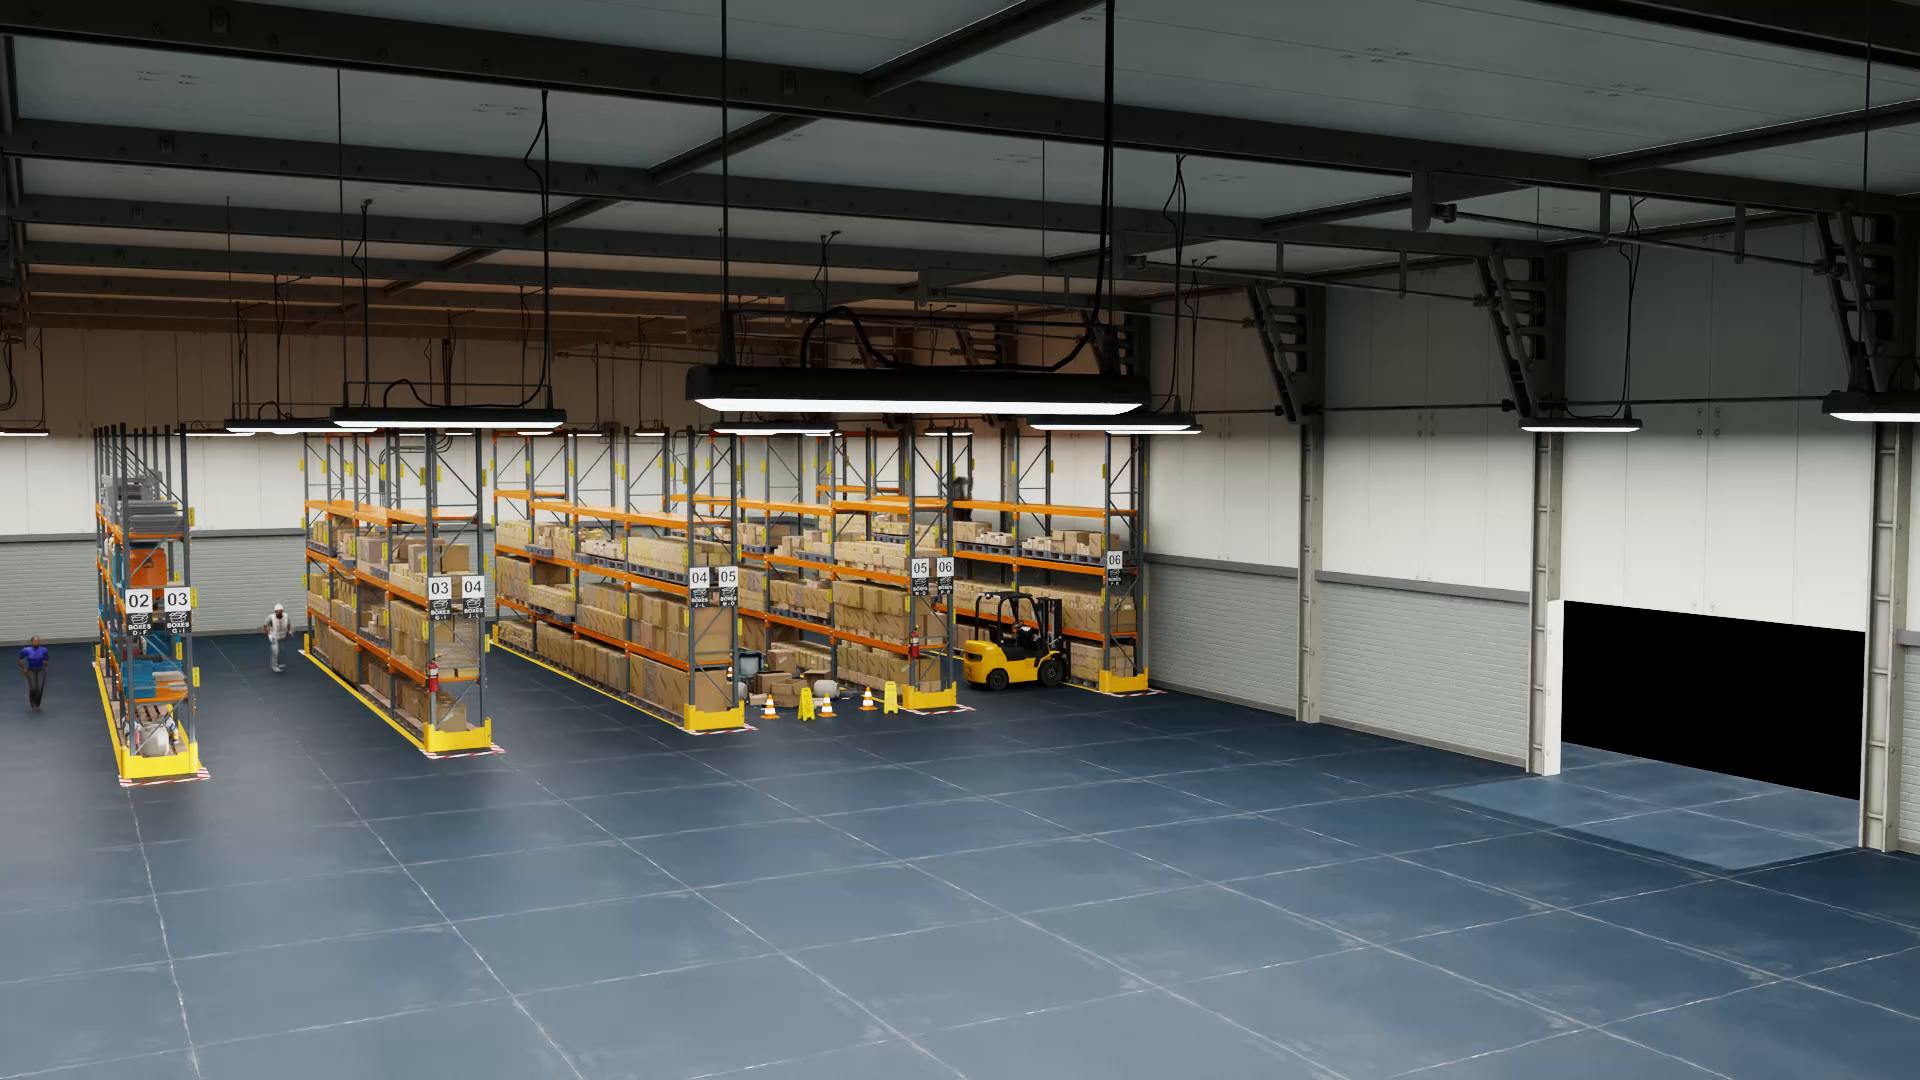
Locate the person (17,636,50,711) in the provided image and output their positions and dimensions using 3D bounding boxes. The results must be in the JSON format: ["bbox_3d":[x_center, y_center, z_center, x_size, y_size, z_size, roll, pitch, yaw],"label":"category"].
[{"bbox_3d":[-19.381,2.805,34.836,0.583,1.602,0.658,-3,4,-37],"label":"person"}]

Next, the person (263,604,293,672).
[{"bbox_3d":[-16.817,2.402,40.950,0.884,1.693,0.694,3,4,38],"label":"person"}]
